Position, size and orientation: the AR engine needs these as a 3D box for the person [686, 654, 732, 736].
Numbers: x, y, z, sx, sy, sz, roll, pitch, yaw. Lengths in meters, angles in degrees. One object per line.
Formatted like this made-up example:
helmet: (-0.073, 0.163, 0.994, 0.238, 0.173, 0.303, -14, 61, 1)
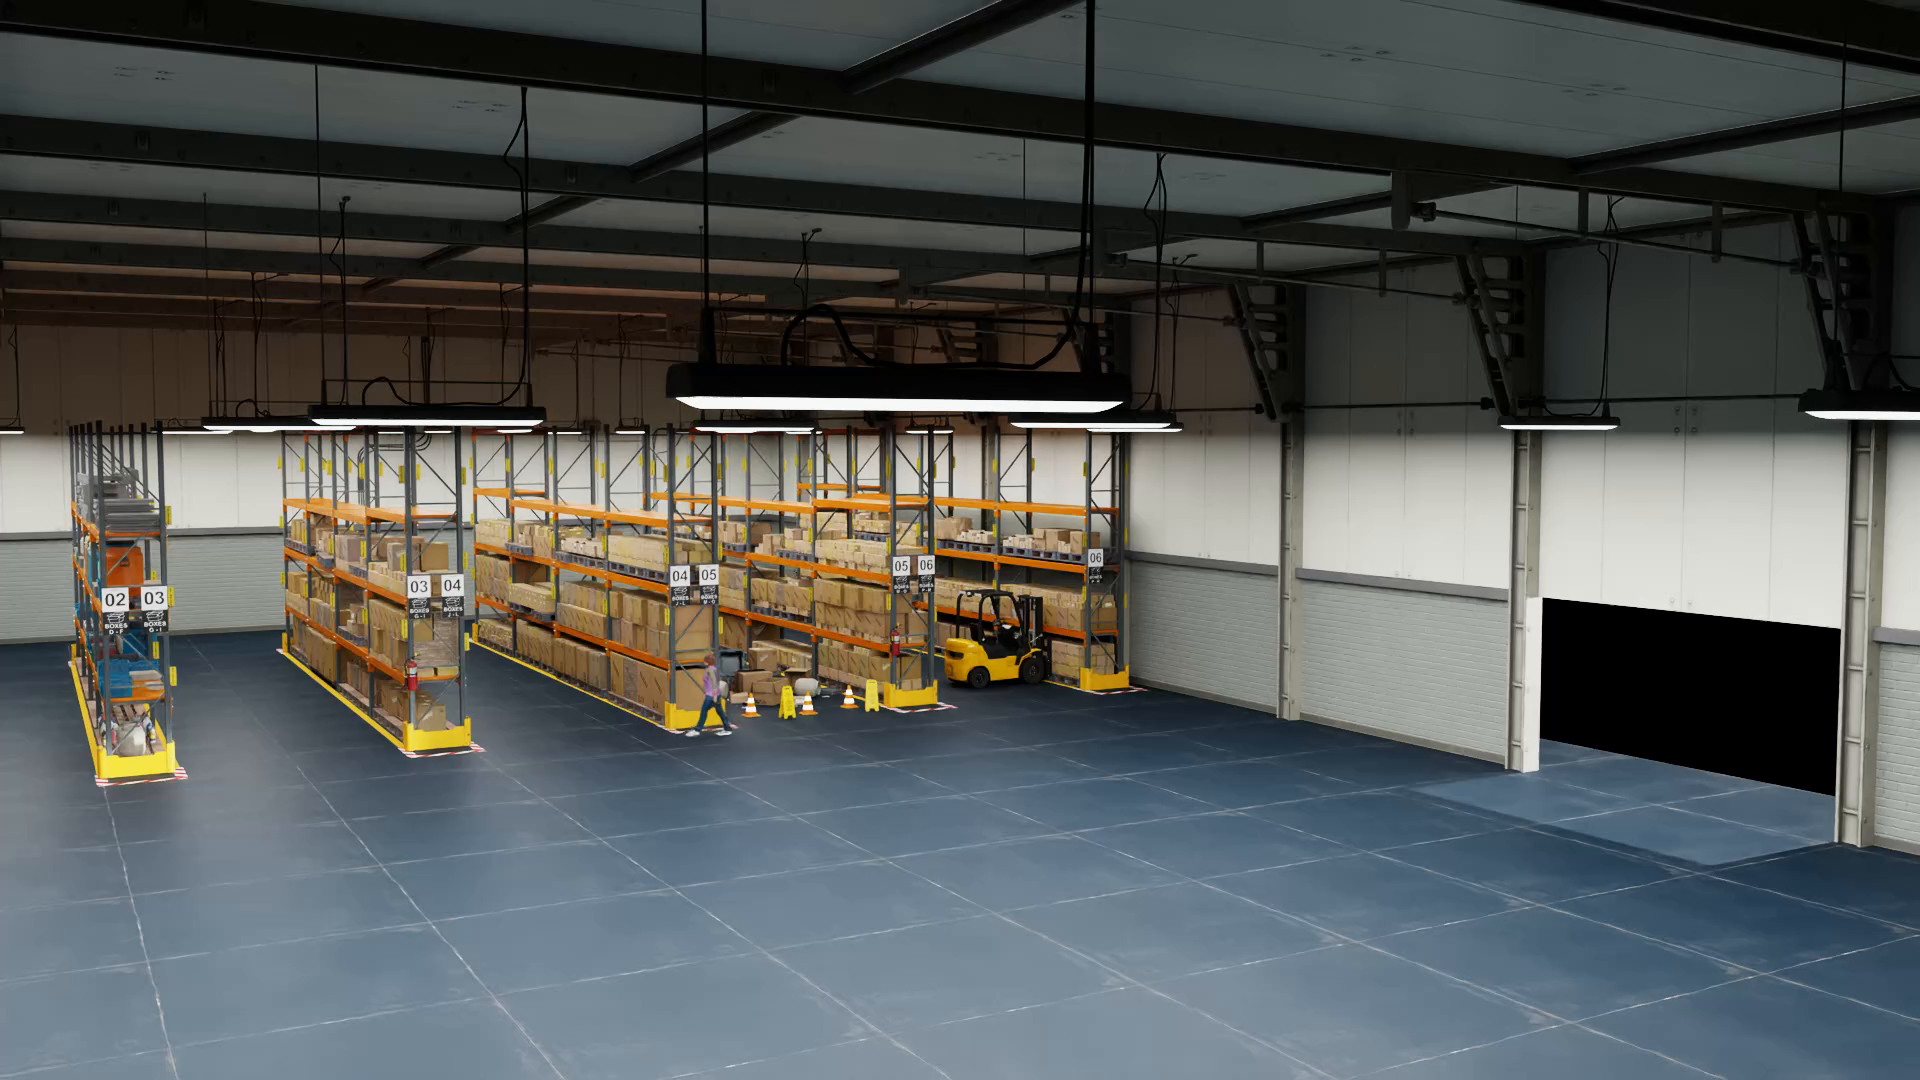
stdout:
person: (-4.783, 2.965, 31.752, 0.849, 1.540, 0.449, 0, 4, 4)
